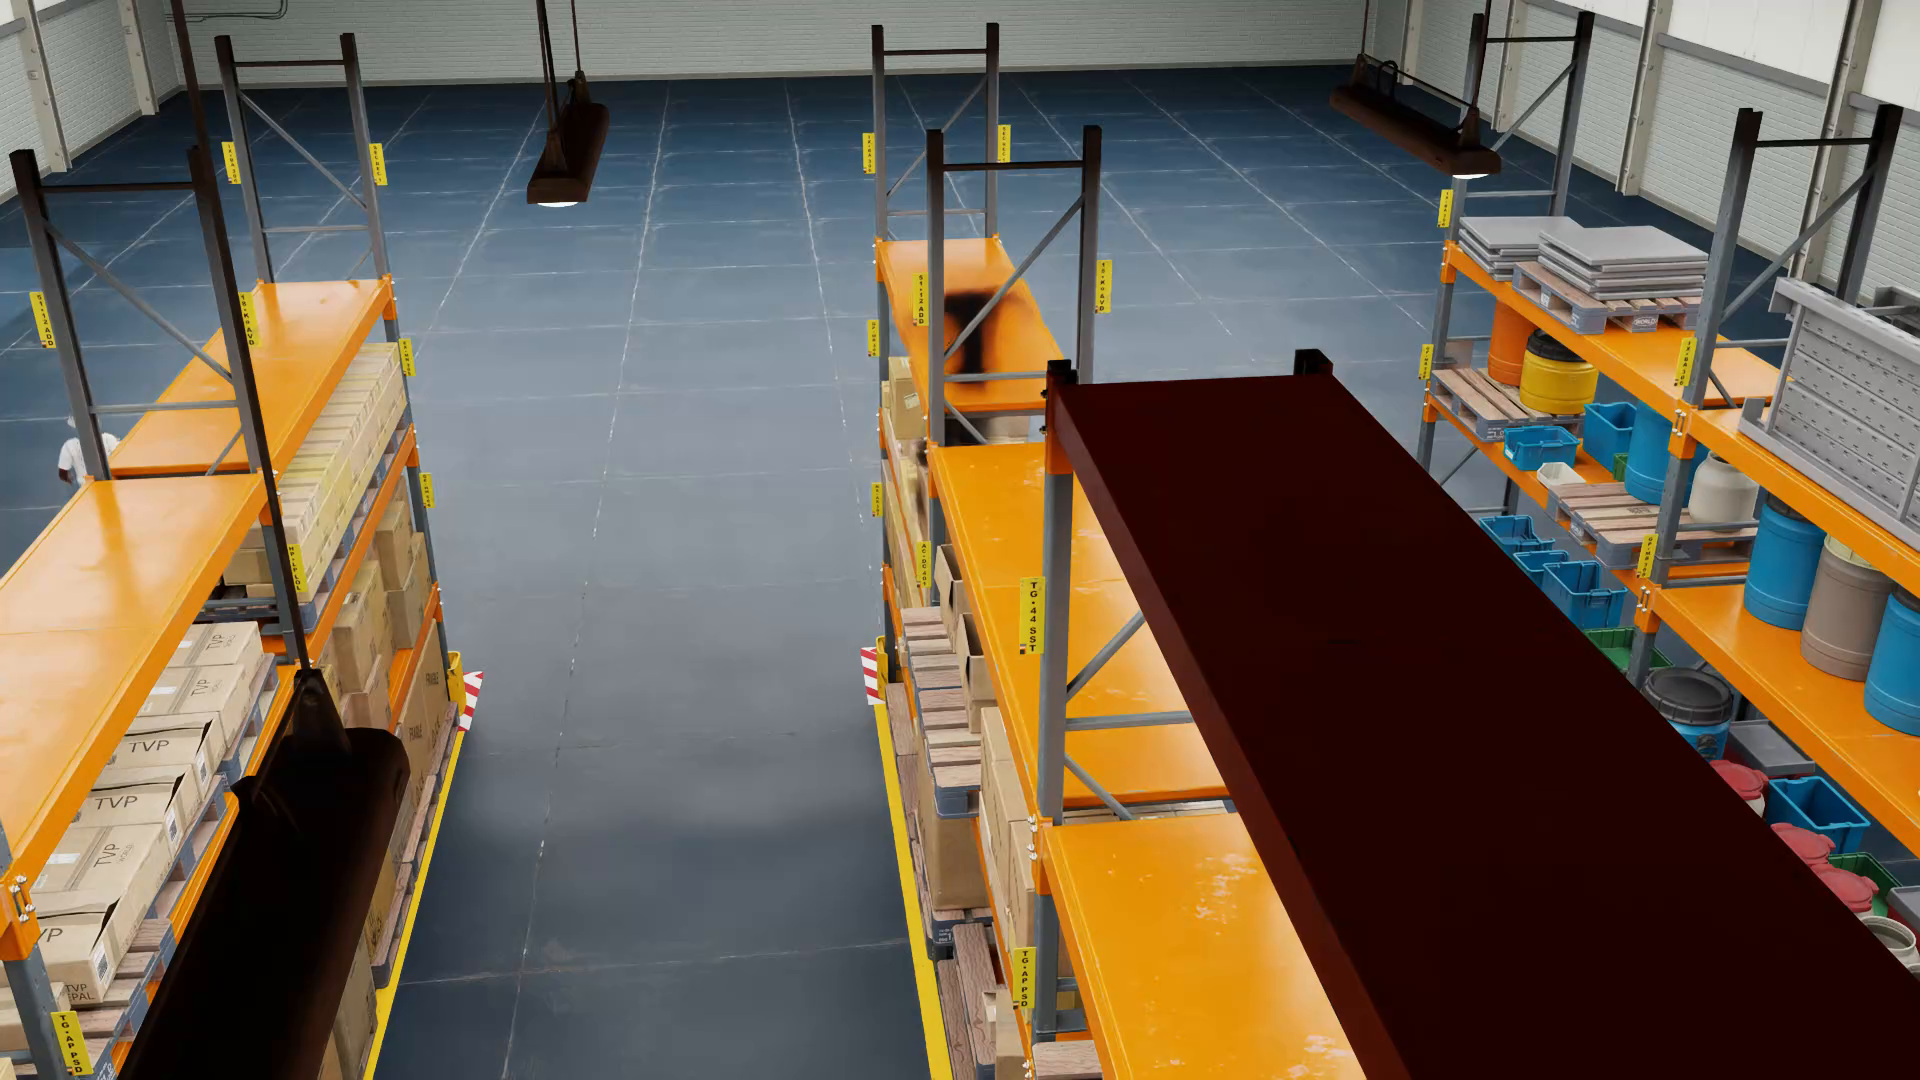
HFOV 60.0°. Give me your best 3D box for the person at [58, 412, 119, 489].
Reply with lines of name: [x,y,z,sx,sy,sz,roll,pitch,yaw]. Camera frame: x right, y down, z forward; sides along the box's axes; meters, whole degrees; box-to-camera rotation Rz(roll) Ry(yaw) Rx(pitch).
person: [-9.135,-0.568,17.686,0.711,1.694,0.791,-16,30,-30]
